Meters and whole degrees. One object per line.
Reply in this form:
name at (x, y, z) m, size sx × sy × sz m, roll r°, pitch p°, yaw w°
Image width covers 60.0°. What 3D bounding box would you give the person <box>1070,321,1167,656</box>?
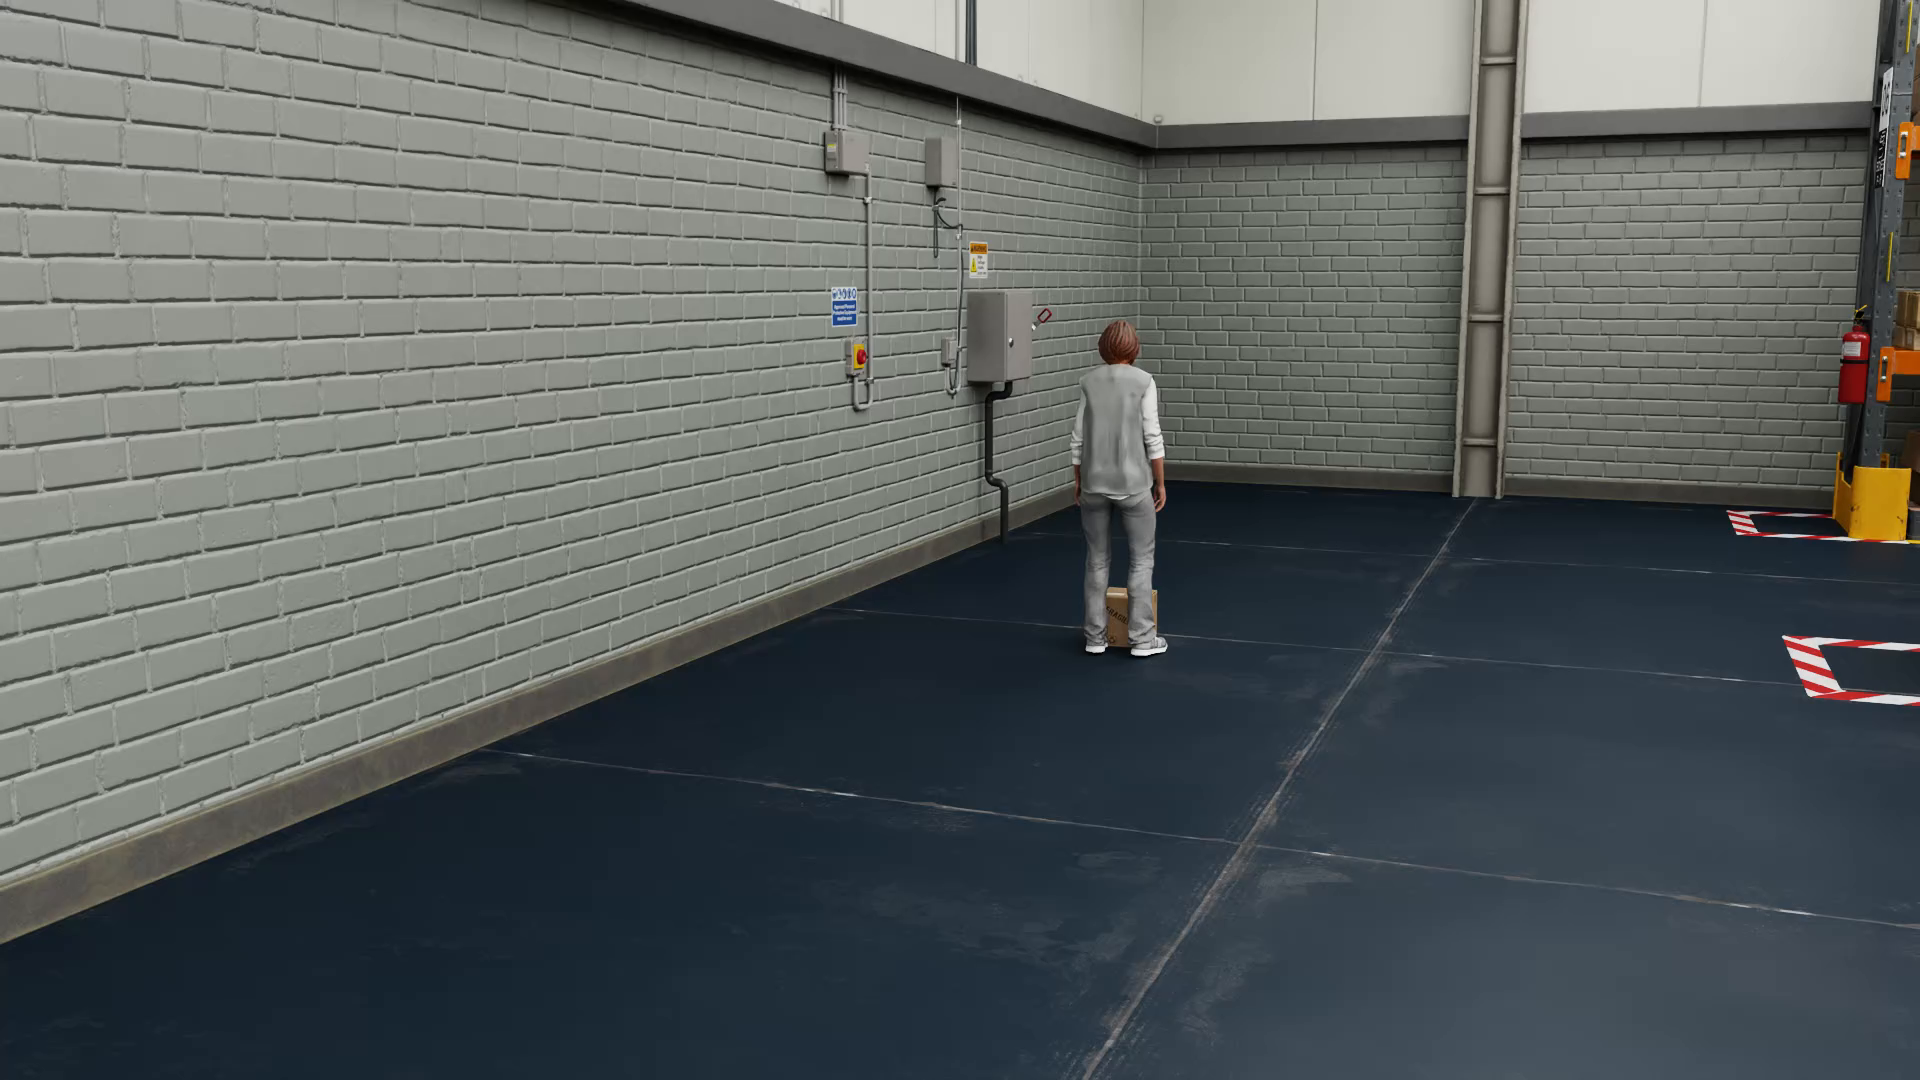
person at (0.751, -0.241, 7.932) m, size 0.460 × 1.592 × 0.344 m, roll 4°, pitch 10°, yaw 21°
